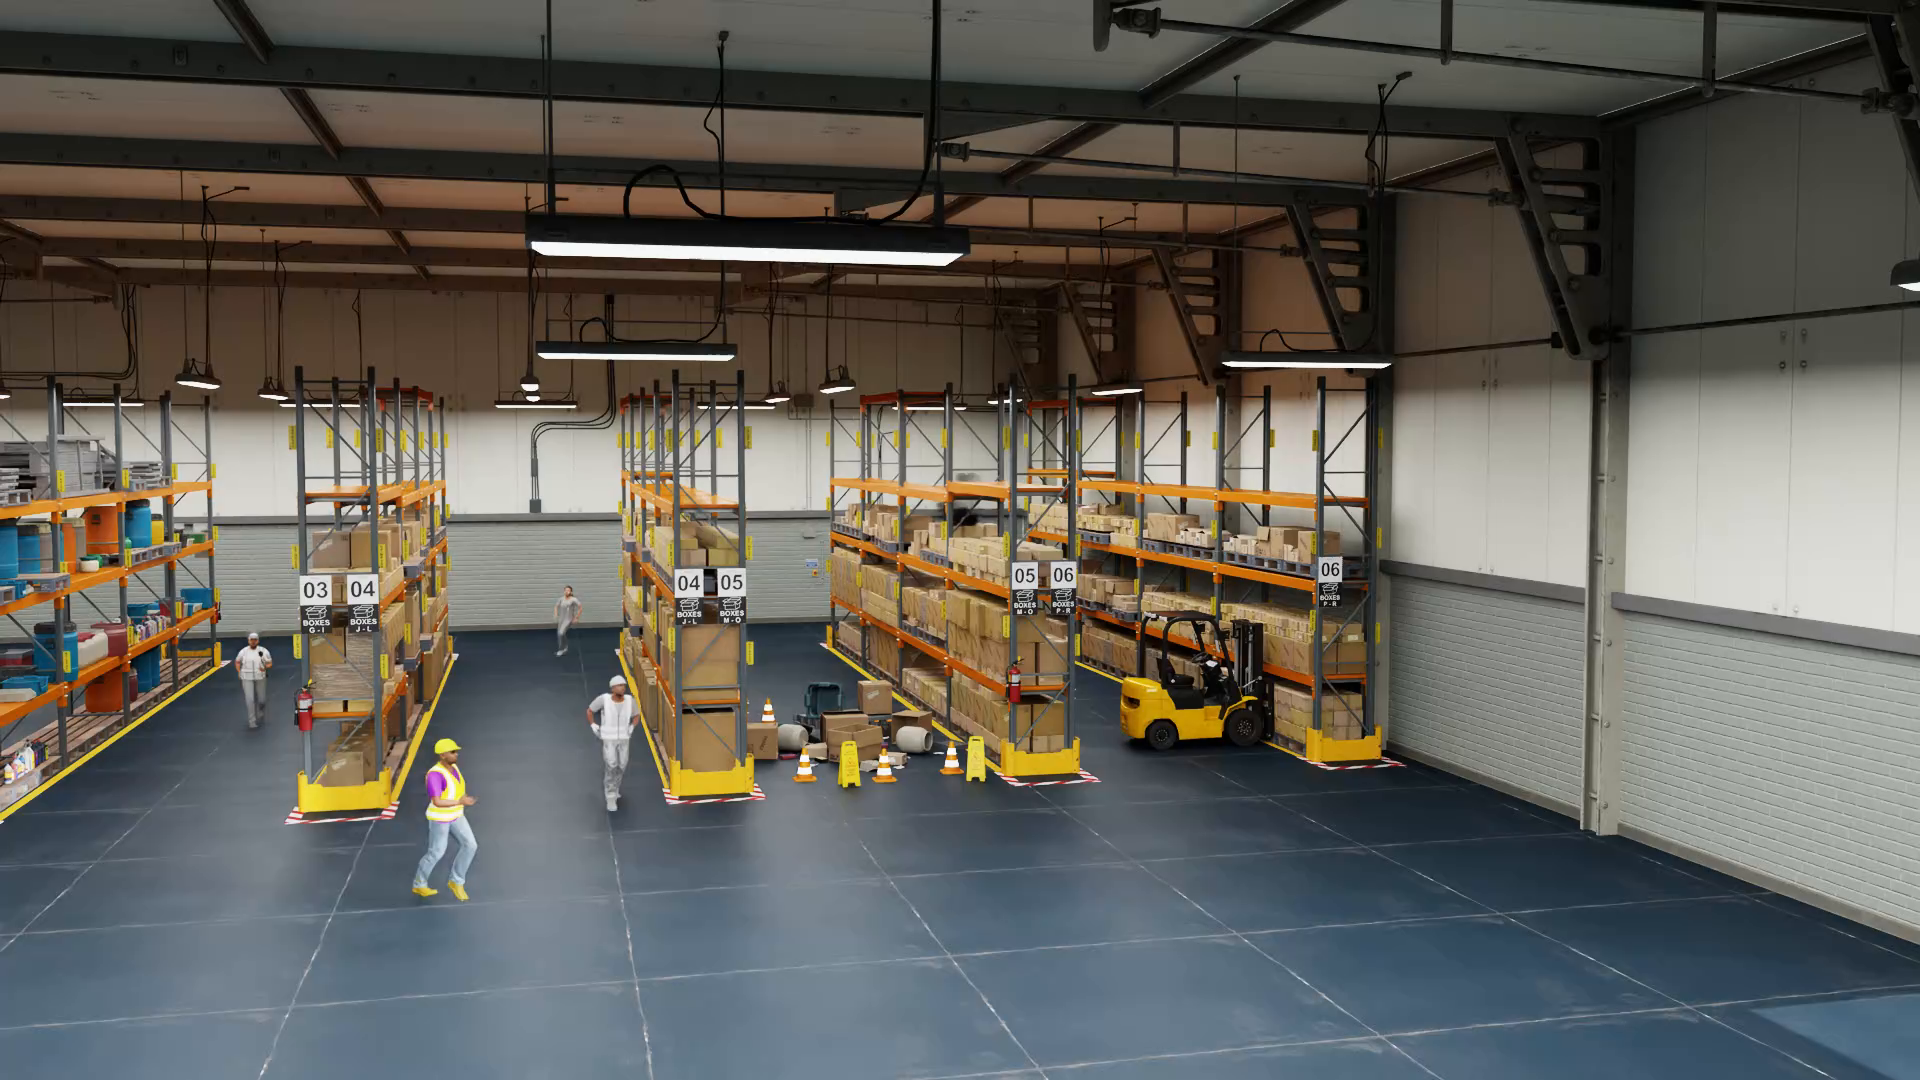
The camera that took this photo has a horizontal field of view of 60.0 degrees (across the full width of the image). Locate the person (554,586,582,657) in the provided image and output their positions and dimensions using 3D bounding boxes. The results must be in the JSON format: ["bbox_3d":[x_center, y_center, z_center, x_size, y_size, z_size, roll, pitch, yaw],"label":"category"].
[{"bbox_3d":[-9.146,1.883,38.639,0.642,1.657,0.662,1,4,18],"label":"person"}]

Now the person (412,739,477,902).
[{"bbox_3d":[-5.562,3.049,18.040,0.823,1.808,0.668,1,4,15],"label":"person"}]

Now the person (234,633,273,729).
[{"bbox_3d":[-12.387,2.444,29.173,0.620,1.632,0.803,-1,4,-24],"label":"person"}]

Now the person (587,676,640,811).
[{"bbox_3d":[-4.723,2.762,22.833,0.683,1.817,0.725,-2,4,-30],"label":"person"}]
